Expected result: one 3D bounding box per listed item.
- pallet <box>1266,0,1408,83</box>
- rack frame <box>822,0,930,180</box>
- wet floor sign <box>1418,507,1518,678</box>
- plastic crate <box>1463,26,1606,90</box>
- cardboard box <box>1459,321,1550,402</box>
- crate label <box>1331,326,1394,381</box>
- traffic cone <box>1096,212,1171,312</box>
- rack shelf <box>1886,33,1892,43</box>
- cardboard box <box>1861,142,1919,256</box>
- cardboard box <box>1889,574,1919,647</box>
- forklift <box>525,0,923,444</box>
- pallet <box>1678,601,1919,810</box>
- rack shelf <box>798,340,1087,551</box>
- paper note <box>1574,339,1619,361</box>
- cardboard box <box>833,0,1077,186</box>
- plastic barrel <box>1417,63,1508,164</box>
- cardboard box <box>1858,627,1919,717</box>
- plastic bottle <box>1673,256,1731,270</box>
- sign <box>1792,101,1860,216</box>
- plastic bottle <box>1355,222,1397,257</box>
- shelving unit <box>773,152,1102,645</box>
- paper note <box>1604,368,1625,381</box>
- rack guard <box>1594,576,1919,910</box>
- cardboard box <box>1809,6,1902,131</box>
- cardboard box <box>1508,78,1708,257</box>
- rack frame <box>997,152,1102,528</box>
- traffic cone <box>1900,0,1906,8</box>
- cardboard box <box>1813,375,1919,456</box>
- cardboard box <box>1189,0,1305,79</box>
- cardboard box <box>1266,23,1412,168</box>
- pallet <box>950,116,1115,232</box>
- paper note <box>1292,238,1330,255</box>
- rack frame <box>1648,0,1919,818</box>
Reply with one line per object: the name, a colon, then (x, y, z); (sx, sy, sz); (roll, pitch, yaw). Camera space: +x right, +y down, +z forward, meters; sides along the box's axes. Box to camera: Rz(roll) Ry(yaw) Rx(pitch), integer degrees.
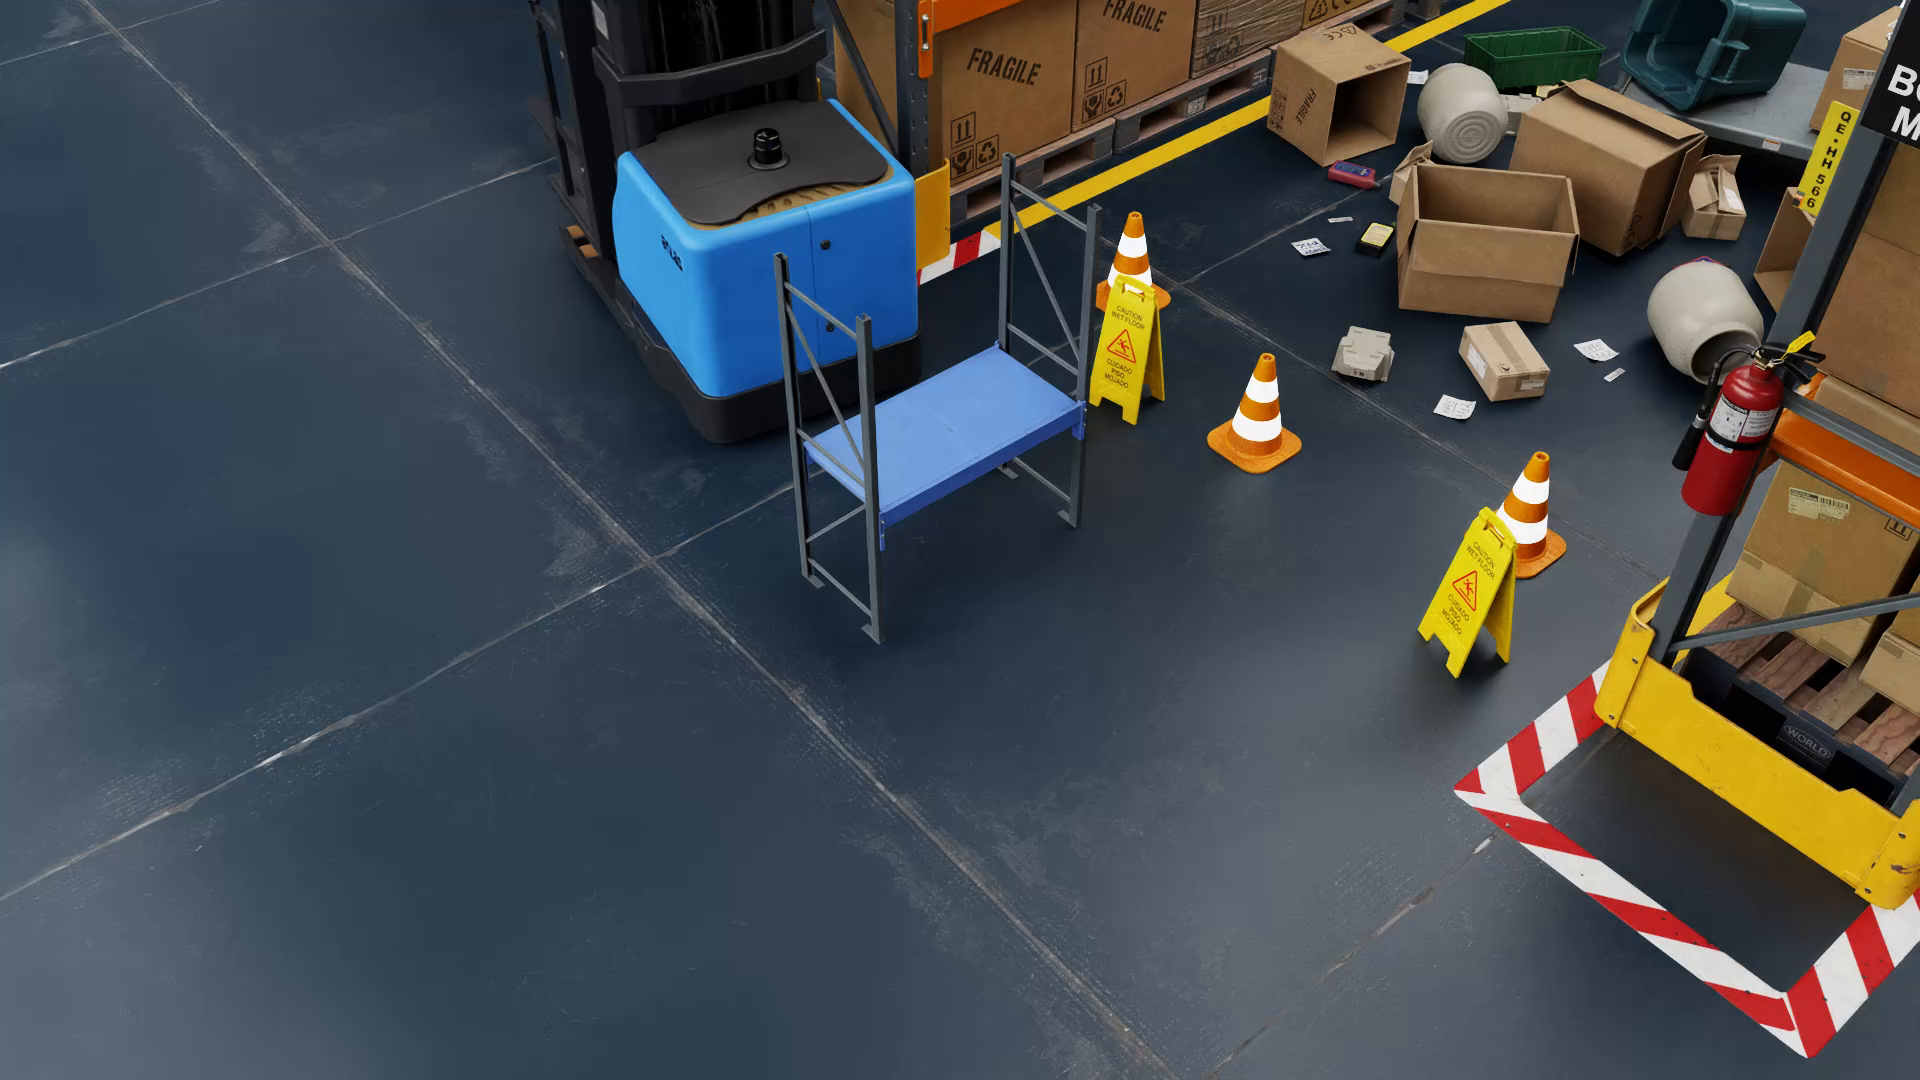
pallet: (1.924, -3.213, 10.017); (1.213, 0.211, 1.003); (-30, 51, -28)
rack frame: (-0.510, -2.766, 7.504); (0.127, 3.000, 1.000); (-30, 51, -28)
wet floor sign: (1.911, 0.169, 6.099); (0.232, 0.644, 0.267); (-14, 45, -14)
plastic crate: (3.265, -2.755, 9.504); (0.662, 0.188, 0.450); (-7, 34, -7)
cardboard box: (2.452, -0.808, 7.502); (0.250, 0.149, 0.380); (-7, 44, -7)
crate label: (1.836, -0.845, 7.550); (0.250, 0.136, 0.298); (14, 45, 15)
traffic cone: (0.808, -1.329, 7.827); (0.334, 0.463, 0.336); (-30, 51, -28)
rack shelf: (4.277, -1.921, 4.938); (4.000, 0.370, 1.077); (-30, 51, -28)
cardboard box: (2.995, -1.059, 4.666); (0.500, 0.500, 0.700); (-31, 51, -29)
cardboard box: (3.557, 0.145, 5.558); (0.500, 0.500, 0.500); (-32, 52, -29)
forklift: (-1.317, -2.481, 7.251); (1.130, 2.935, 3.031); (-21, 47, -21)
pallet: (3.447, 0.434, 6.134); (1.213, 0.211, 1.003); (-30, 51, -28)
rack shelf: (-0.065, -0.378, 6.320); (1.000, 0.185, 0.538); (-30, 51, -28)
paper note: (2.939, -0.879, 7.672); (0.142, 0.019, 0.148); (-14, 45, -14)
cardboard box: (-0.033, -2.477, 8.442); (0.875, 0.875, 0.875); (-29, 51, -28)
plastic barrel: (2.672, -2.280, 8.868); (0.421, 0.421, 0.512); (0, 43, 0)
cardboard box: (3.539, 0.429, 5.804); (0.500, 0.250, 0.500); (-30, 51, -28)
plastic bottle: (3.618, -1.315, 8.105); (0.283, 0.061, 0.133); (-21, 47, -21)
sign: (2.402, -1.049, 4.599); (0.005, 0.325, 0.100); (-30, 51, -28)
plastic bottle: (2.091, -1.523, 8.327); (0.133, 0.061, 0.283); (22, 47, 21)
shelving unit: (-0.065, -0.509, 6.197); (1.048, 1.500, 0.538); (-30, 51, -28)
paper note: (2.969, -0.750, 7.541); (0.123, 0.001, 0.032); (-30, 51, -28)
rack guard: (2.801, 0.667, 5.675); (0.348, 0.500, 1.175); (-30, 51, -28)
cardboard box: (4.646, -2.254, 8.232); (0.500, 0.500, 0.500); (-30, 51, -28)
cardboard box: (3.178, -1.867, 8.271); (0.503, 0.637, 0.797); (-30, 51, -28)
rack frame: (0.325, -0.732, 6.434); (0.032, 1.500, 0.500); (-30, 51, -28)
traffic cone: (5.445, -2.975, 9.580); (0.334, 0.463, 0.336); (-30, 51, -28)
cardboard box: (2.893, -0.396, 5.164); (0.250, 0.149, 0.380); (-28, 50, -27)
cardboard box: (1.342, -3.264, 9.280); (0.875, 0.875, 0.875); (-29, 51, -28)
cardboard box: (2.026, -2.392, 8.930); (0.500, 0.500, 0.500); (-21, 47, -21)
pallet: (0.053, -2.142, 8.876); (1.213, 0.211, 1.003); (-30, 51, -28)
paper note: (1.750, -1.462, 8.286); (0.142, 0.017, 0.144); (-14, 45, -14)
rack frame: (2.743, -0.211, 4.784); (0.127, 3.000, 1.000); (-30, 51, -28)
